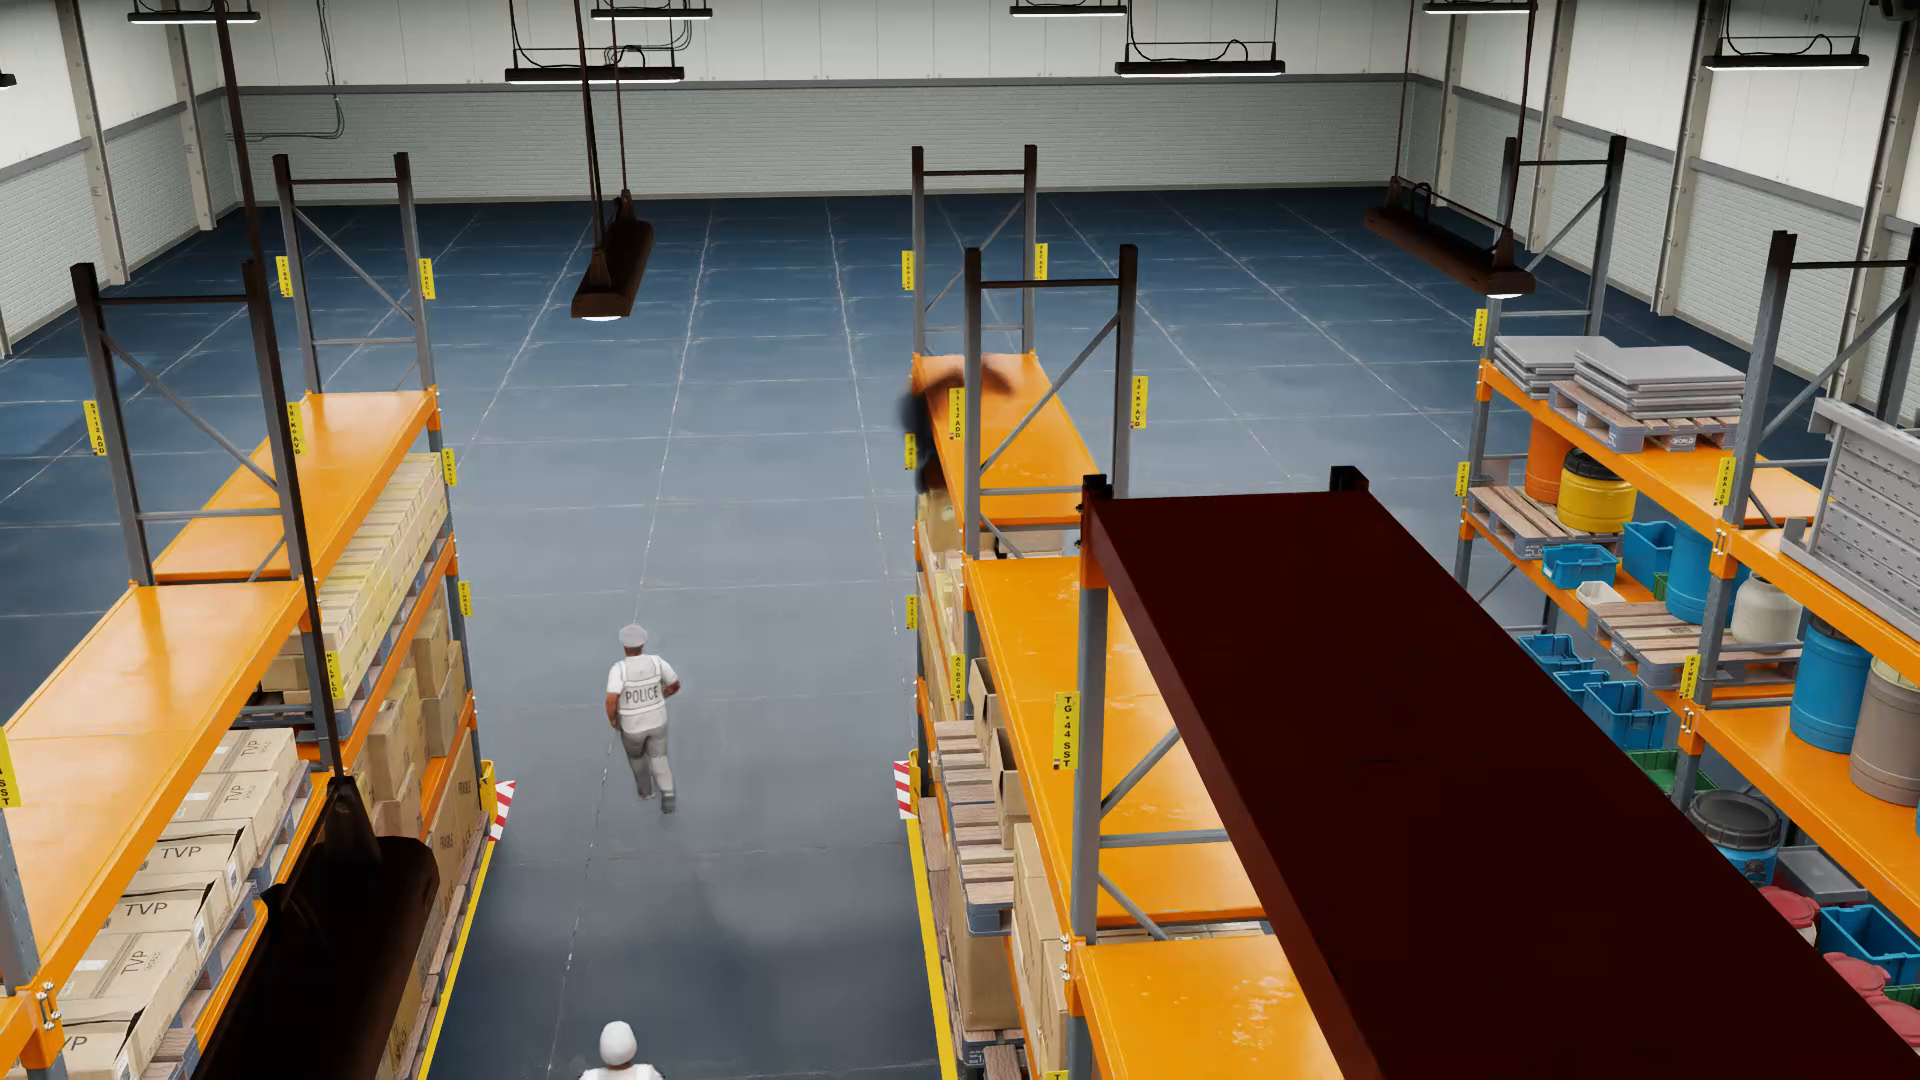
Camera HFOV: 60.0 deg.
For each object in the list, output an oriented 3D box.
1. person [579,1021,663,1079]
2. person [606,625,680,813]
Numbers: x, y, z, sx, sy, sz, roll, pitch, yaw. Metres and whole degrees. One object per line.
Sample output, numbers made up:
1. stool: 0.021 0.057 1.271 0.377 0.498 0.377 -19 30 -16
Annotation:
1. person: -2.018 3.684 9.992 0.636 1.773 1.127 -7 23 -17
2. person: -2.752 1.606 14.504 0.686 1.776 0.923 -11 24 -25
